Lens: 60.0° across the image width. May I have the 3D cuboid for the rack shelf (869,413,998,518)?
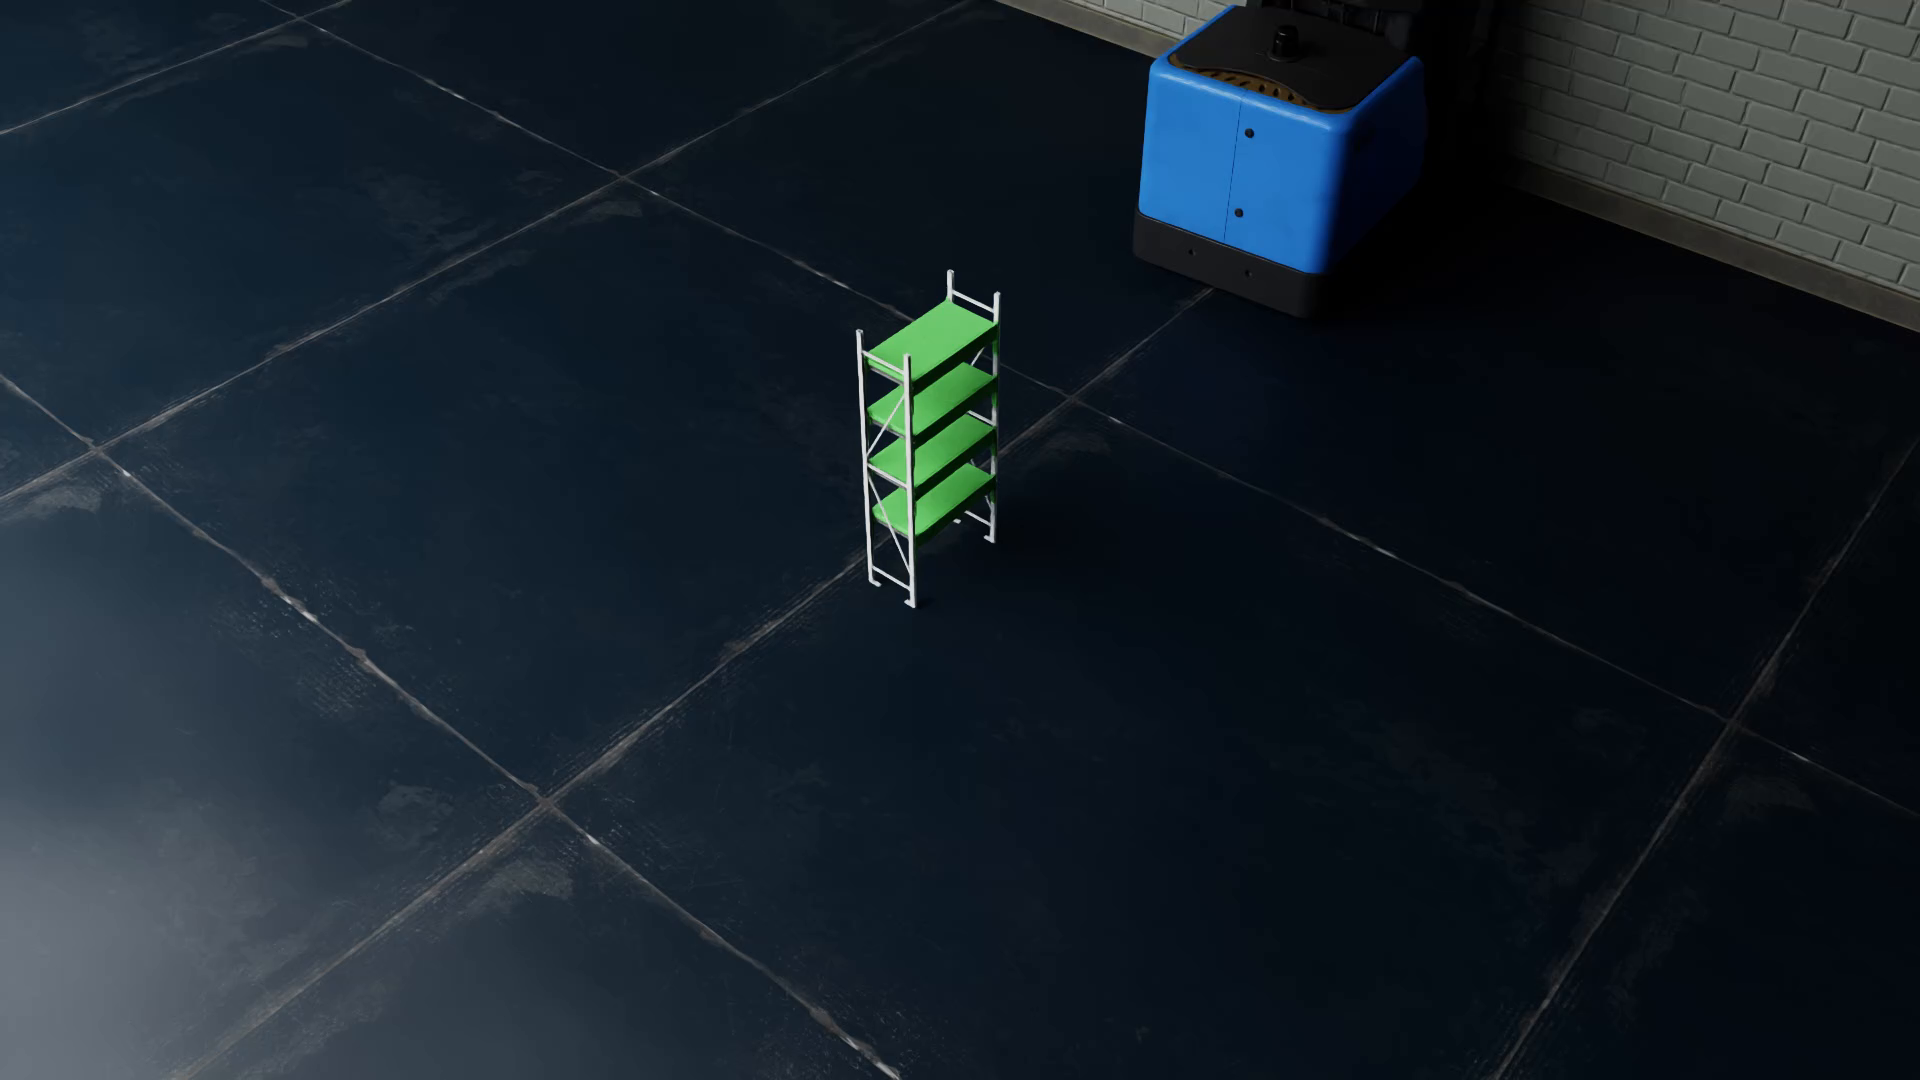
[{"bbox_3d":[-0.107,-0.311,6.296,0.258,0.148,0.480,29,50,28],"label":"rack shelf"}]

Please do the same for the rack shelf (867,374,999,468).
[{"bbox_3d":[-0.107,-0.489,6.134,0.258,0.148,0.480,29,50,28],"label":"rack shelf"}]

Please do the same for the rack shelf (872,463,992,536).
[{"bbox_3d":[-0.107,-0.173,6.421,0.221,0.021,0.457,29,50,28],"label":"rack shelf"}]

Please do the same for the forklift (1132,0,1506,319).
[{"bbox_3d":[2.116,-3.069,7.947,1.130,2.935,3.031,26,48,26],"label":"forklift"}]

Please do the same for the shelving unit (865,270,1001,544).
[{"bbox_3d":[-0.103,-0.362,6.256,0.258,1.200,0.492,29,50,28],"label":"shelving unit"}]

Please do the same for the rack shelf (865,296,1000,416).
[{"bbox_3d":[-0.107,-0.667,5.973,0.258,0.148,0.480,29,50,28],"label":"rack shelf"}]

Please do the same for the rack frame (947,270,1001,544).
[{"bbox_3d":[0.050,-0.484,6.391,0.240,1.200,0.015,29,50,28],"label":"rack frame"}]
